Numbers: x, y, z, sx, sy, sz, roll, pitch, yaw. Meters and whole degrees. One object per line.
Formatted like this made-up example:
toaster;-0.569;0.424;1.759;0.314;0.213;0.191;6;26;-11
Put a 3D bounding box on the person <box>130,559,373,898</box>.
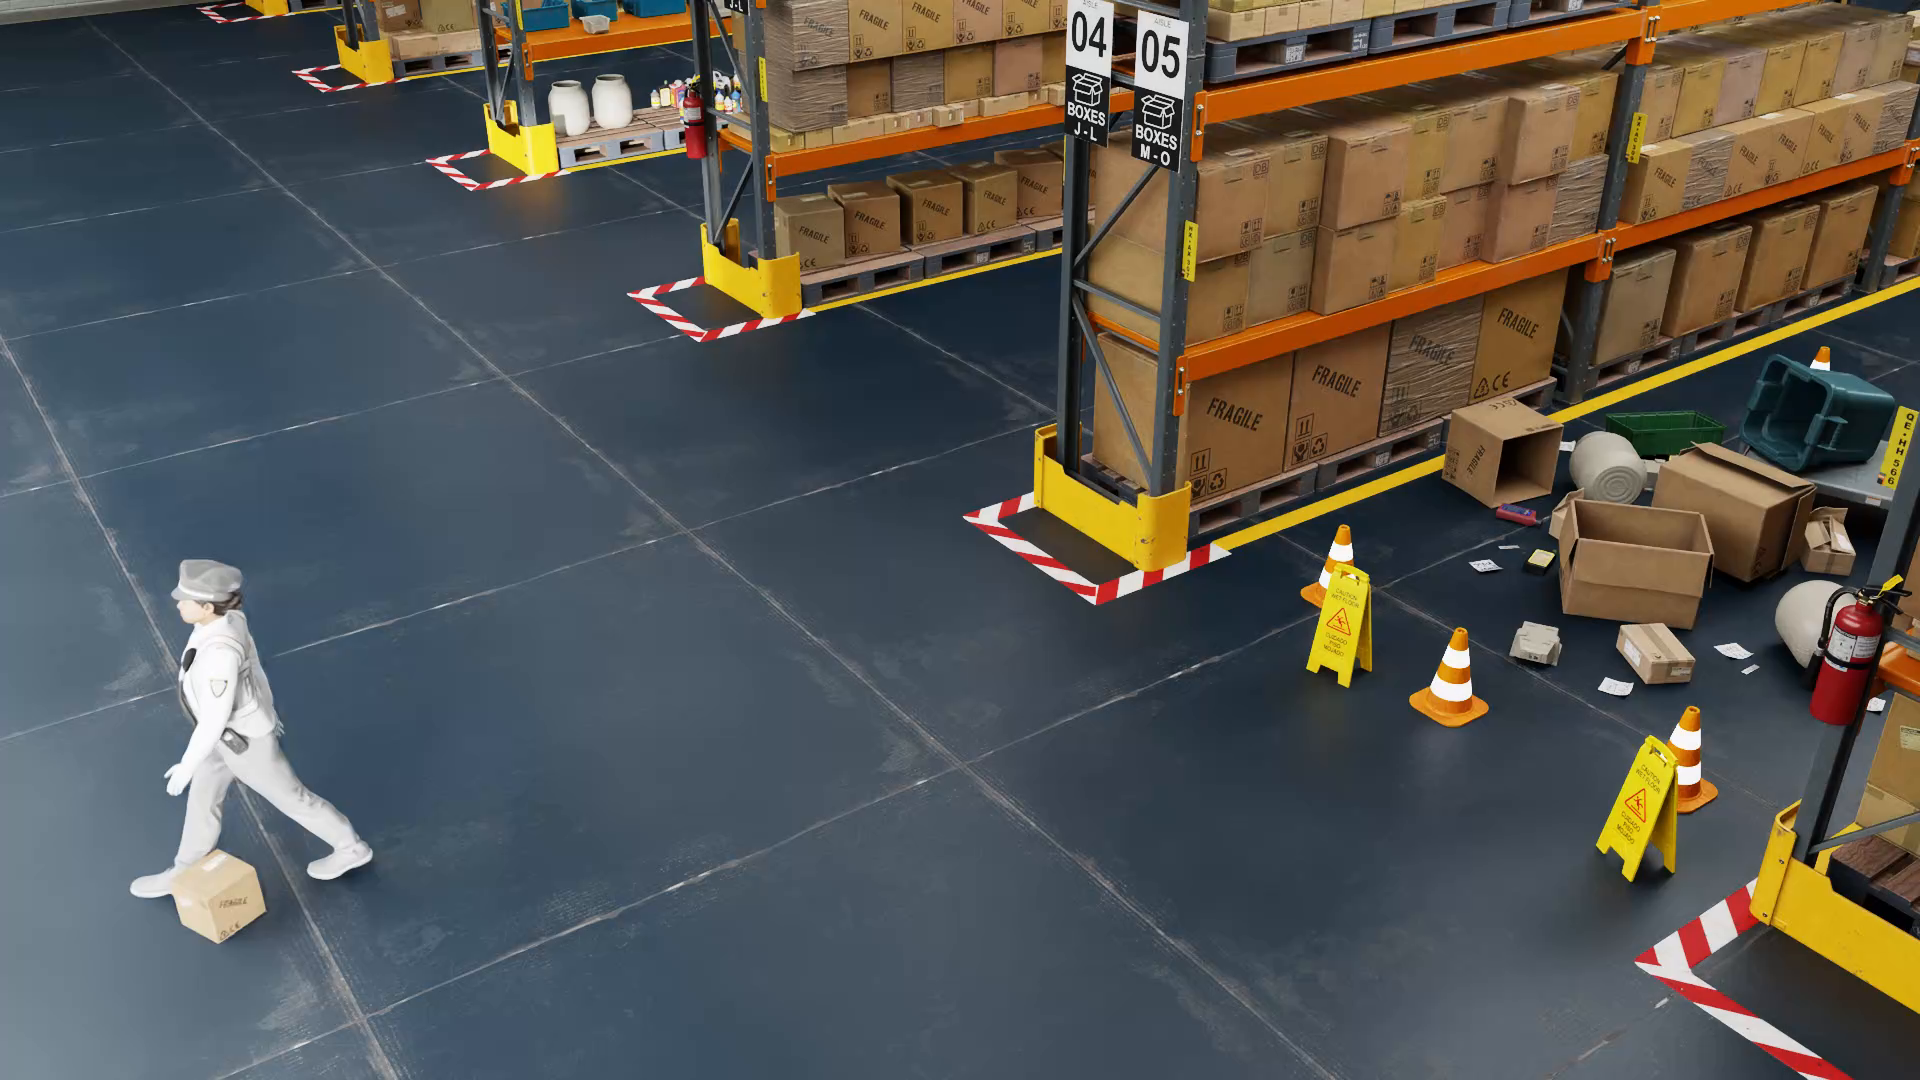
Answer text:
person;-3.154;0.836;7.044;0.986;1.628;0.504;-13;31;-23
